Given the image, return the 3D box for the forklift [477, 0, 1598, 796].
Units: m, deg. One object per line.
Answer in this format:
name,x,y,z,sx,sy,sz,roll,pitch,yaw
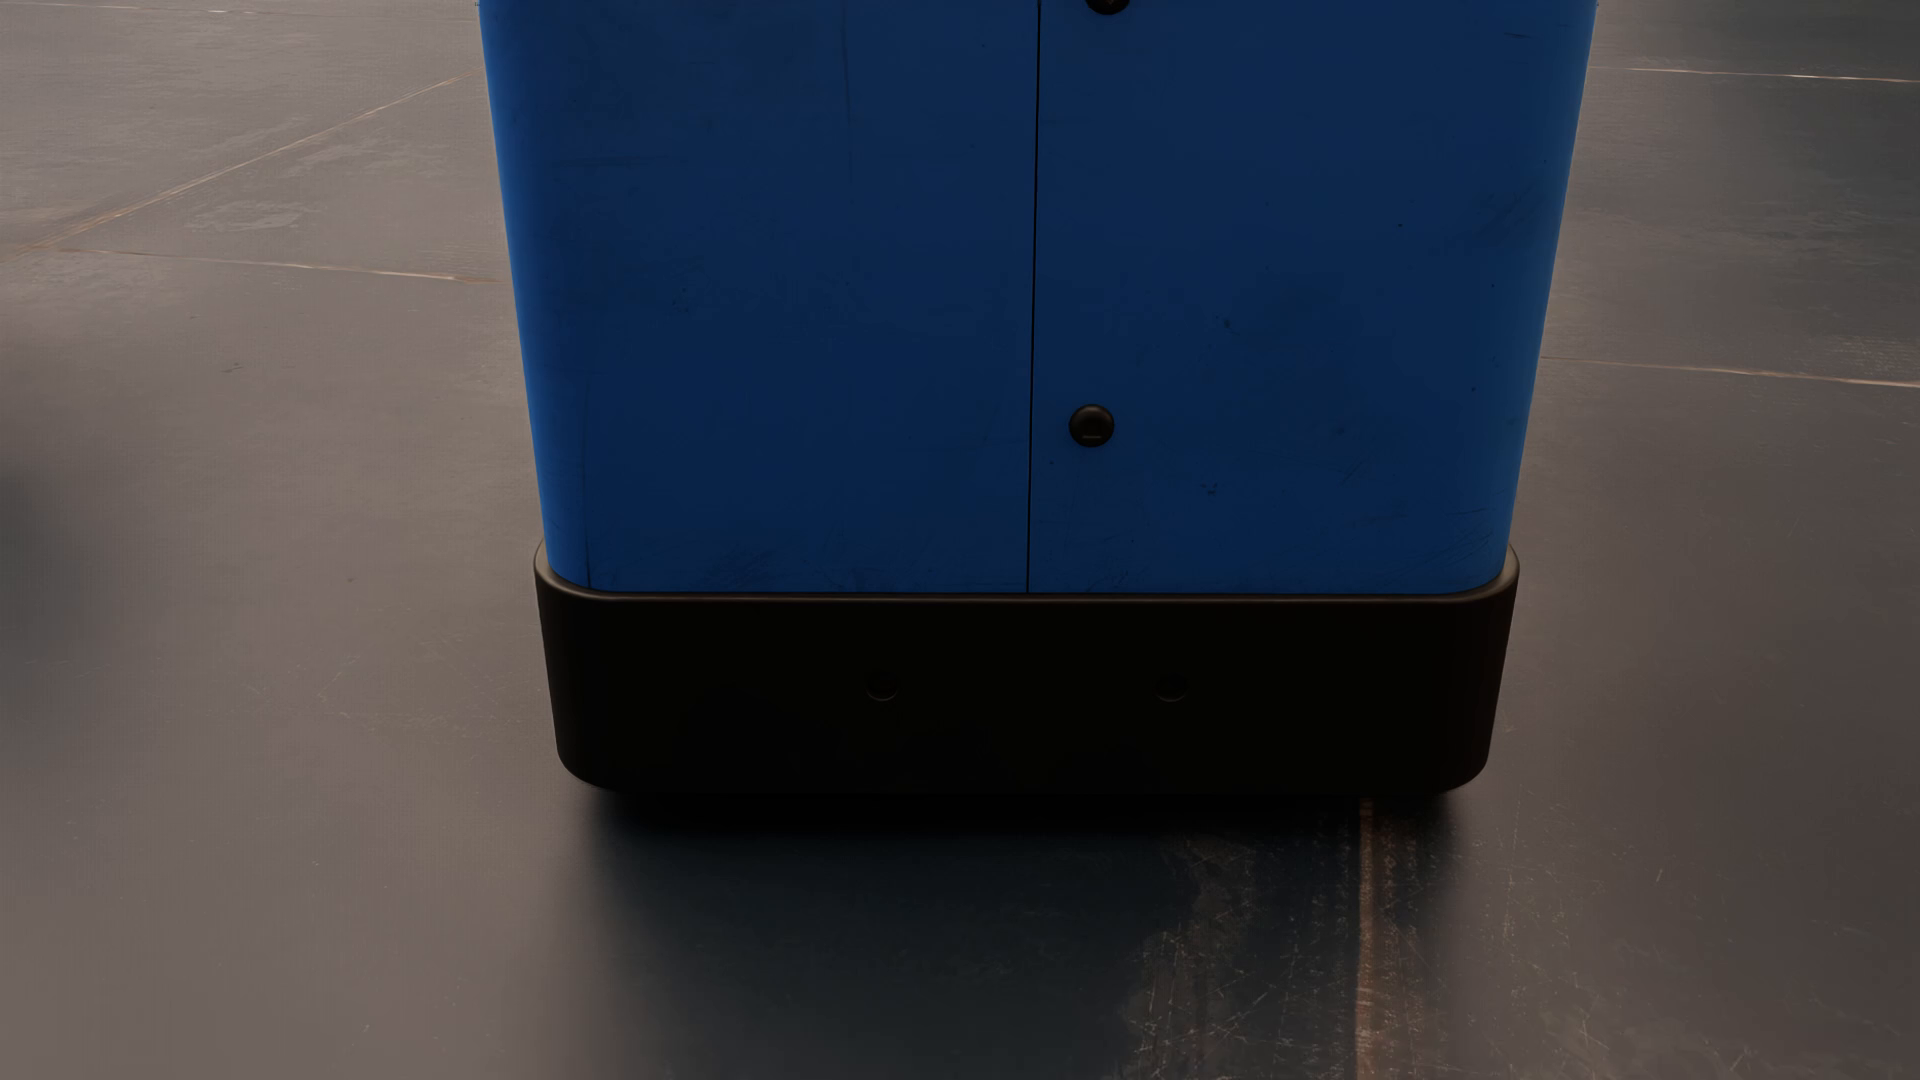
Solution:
forklift,0.078,-1.651,2.519,1.130,2.935,3.031,0,27,0
